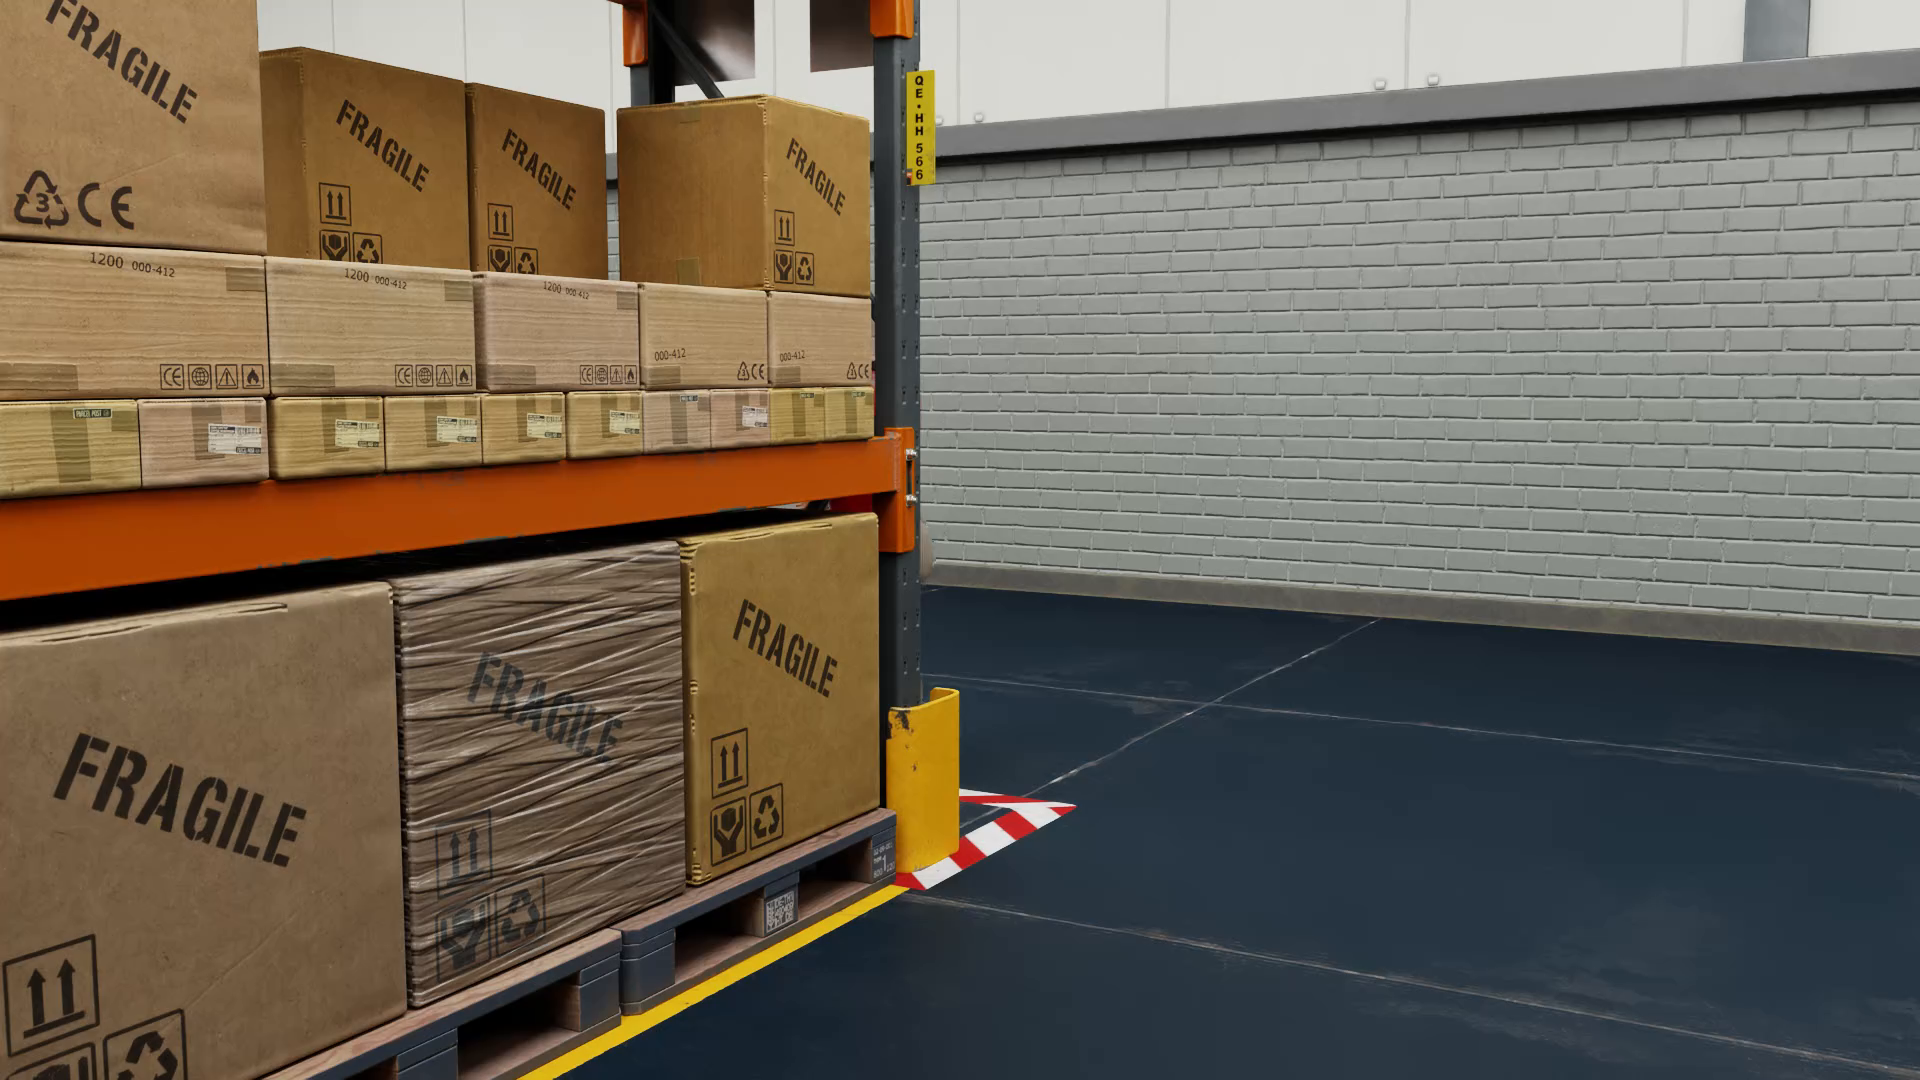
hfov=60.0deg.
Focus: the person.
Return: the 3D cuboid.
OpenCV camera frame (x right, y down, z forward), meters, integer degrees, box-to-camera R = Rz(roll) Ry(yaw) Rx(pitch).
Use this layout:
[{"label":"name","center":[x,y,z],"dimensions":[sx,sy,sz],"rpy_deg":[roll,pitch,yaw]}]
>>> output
[{"label":"person","center":[-0.406,0.066,6.324],"dimensions":[0.550,1.588,0.578],"rpy_deg":[2,6,23]}]
